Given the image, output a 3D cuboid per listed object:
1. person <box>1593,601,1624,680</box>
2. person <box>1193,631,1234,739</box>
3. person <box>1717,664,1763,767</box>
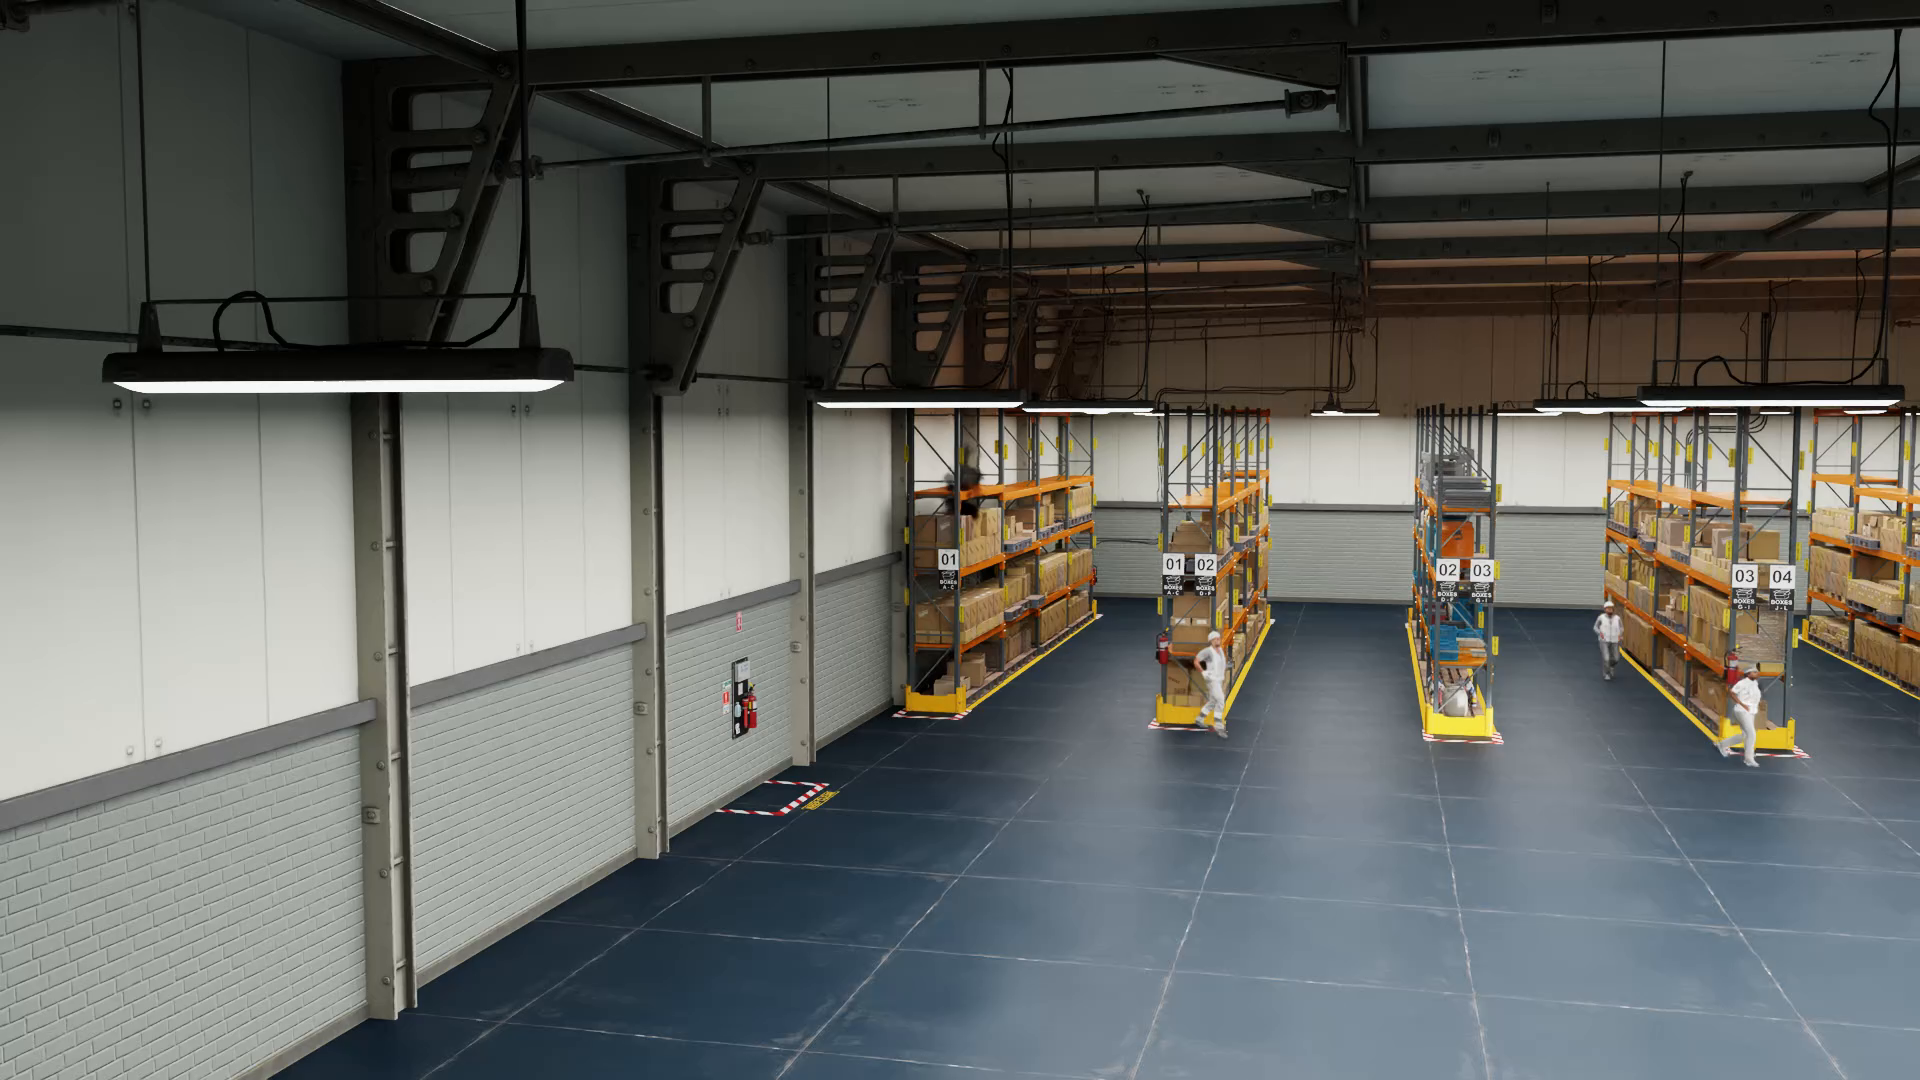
[{"bbox_3d":[14.216,2.209,36.416,0.655,1.722,0.604,1,4,10],"label":"person"},{"bbox_3d":[4.471,2.534,29.355,0.734,1.849,0.648,3,5,35],"label":"person"},{"bbox_3d":[13.093,2.894,27.745,0.618,1.694,0.768,-3,5,-33],"label":"person"}]
